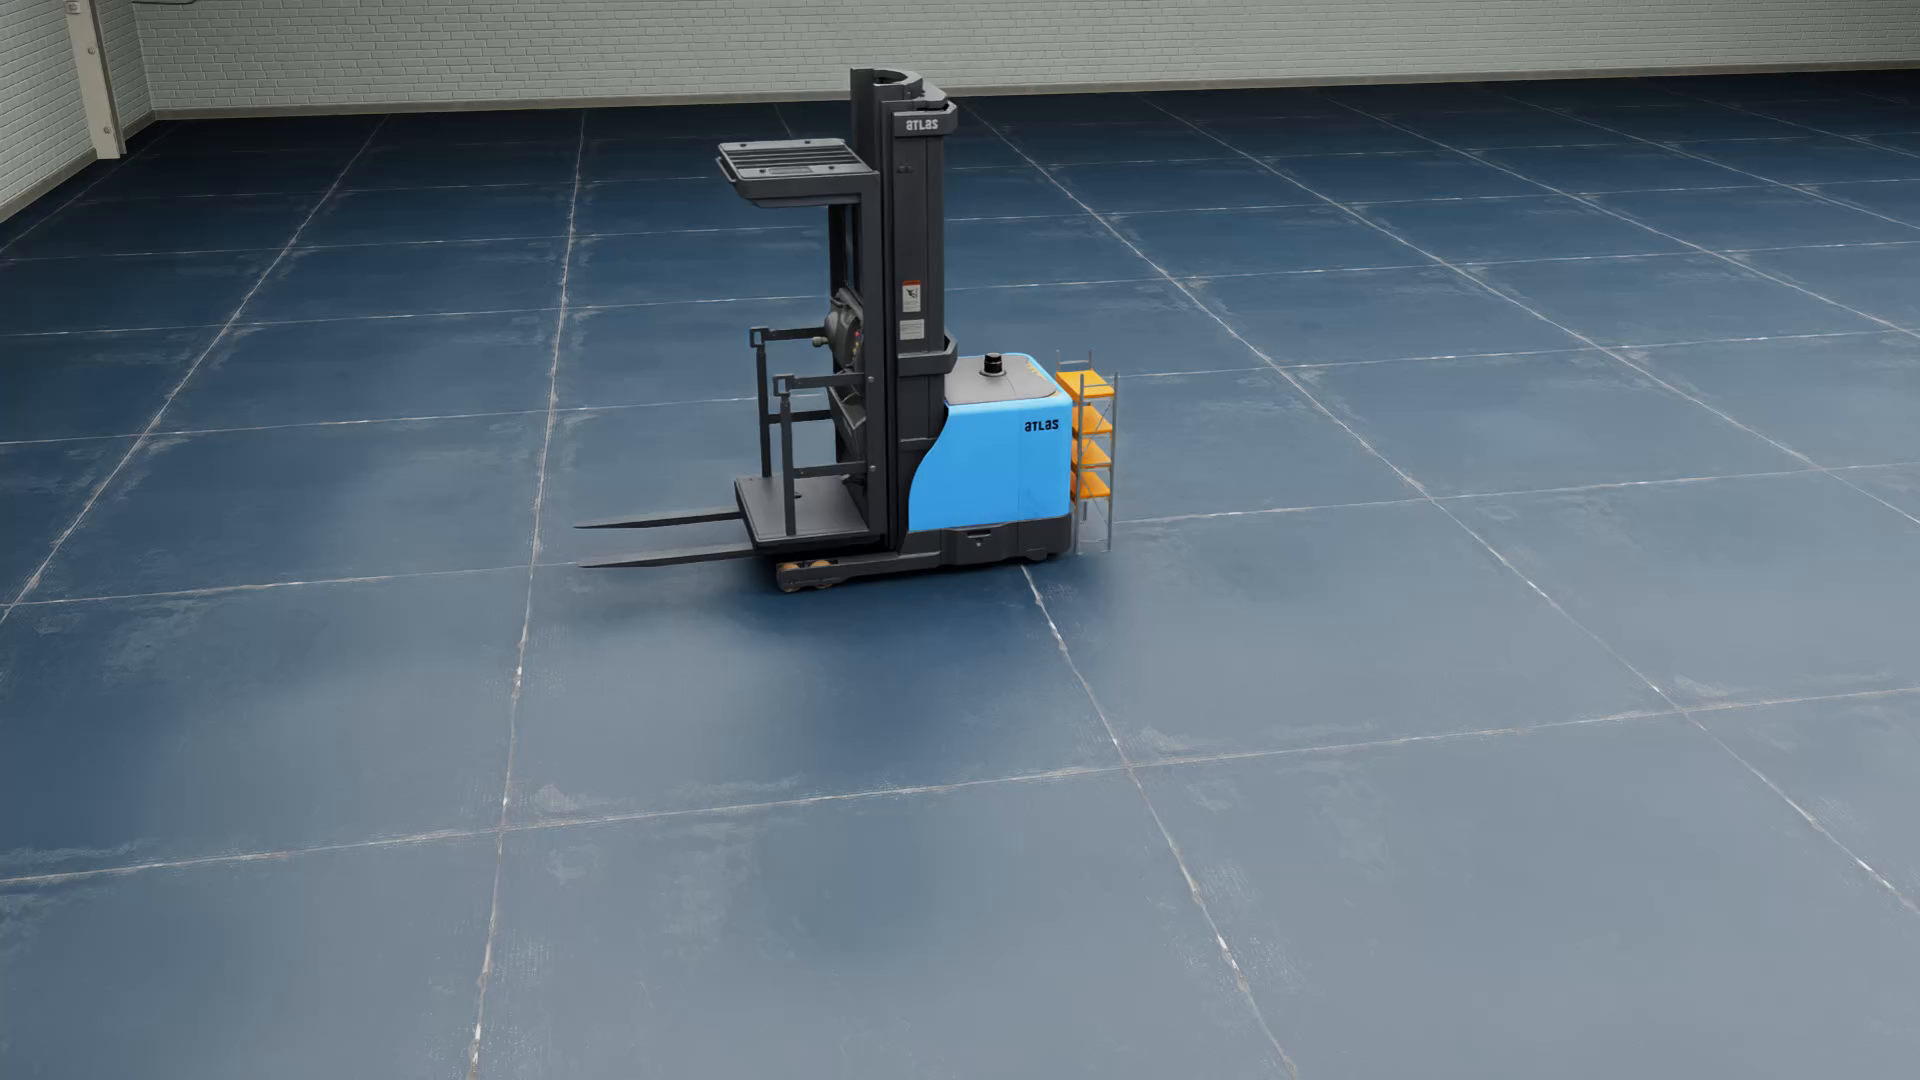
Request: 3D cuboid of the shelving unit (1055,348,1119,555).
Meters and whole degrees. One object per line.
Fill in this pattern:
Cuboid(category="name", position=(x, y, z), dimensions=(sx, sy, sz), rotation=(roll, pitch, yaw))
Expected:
Cuboid(category="shelving unit", position=(0.784, -0.562, 10.536), dimensions=(0.258, 1.200, 0.503), rotation=(-6, 24, -13))

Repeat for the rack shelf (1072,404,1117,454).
Cuboid(category="rack shelf", position=(0.784, -0.705, 10.474), dimensions=(0.258, 0.148, 0.480), rotation=(-6, 24, -13))

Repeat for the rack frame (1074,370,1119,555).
Cuboid(category="rack frame", position=(0.844, -0.467, 10.320), dimensions=(0.240, 1.200, 0.015), rotation=(-6, 24, -13))

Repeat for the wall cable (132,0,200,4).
Cuboid(category="wall cable", position=(-10.896, -9.229, 24.517), dimensions=(3.097, 2.526, 0.112), rotation=(-4, 24, -10))

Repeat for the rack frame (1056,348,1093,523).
Cuboid(category="rack frame", position=(0.723, -0.656, 10.753), dimensions=(0.240, 1.200, 0.015), rotation=(-6, 24, -13))

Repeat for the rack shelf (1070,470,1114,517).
Cuboid(category="rack shelf", position=(0.783, -0.318, 10.643), dimensions=(0.258, 0.148, 0.480), rotation=(-6, 24, -13))

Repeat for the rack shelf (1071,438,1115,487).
Cuboid(category="rack shelf", position=(0.784, -0.500, 10.563), dimensions=(0.258, 0.148, 0.480), rotation=(-6, 24, -13))

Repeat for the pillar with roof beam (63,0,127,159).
Cuboid(category="pillar with roof beam", position=(-7.420, -9.714, 21.748), dimensions=(9.100, 9.000, 0.400), rotation=(-4, 24, -10))

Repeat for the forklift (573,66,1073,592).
Cuboid(category="forklift", position=(-0.875, -1.264, 9.981), dimensions=(3.031, 2.935, 1.130), rotation=(-6, 24, -13))

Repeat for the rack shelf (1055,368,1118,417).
Cuboid(category="rack shelf", position=(0.785, -0.922, 10.379), dimensions=(0.258, 0.148, 0.480), rotation=(-6, 24, -13))
